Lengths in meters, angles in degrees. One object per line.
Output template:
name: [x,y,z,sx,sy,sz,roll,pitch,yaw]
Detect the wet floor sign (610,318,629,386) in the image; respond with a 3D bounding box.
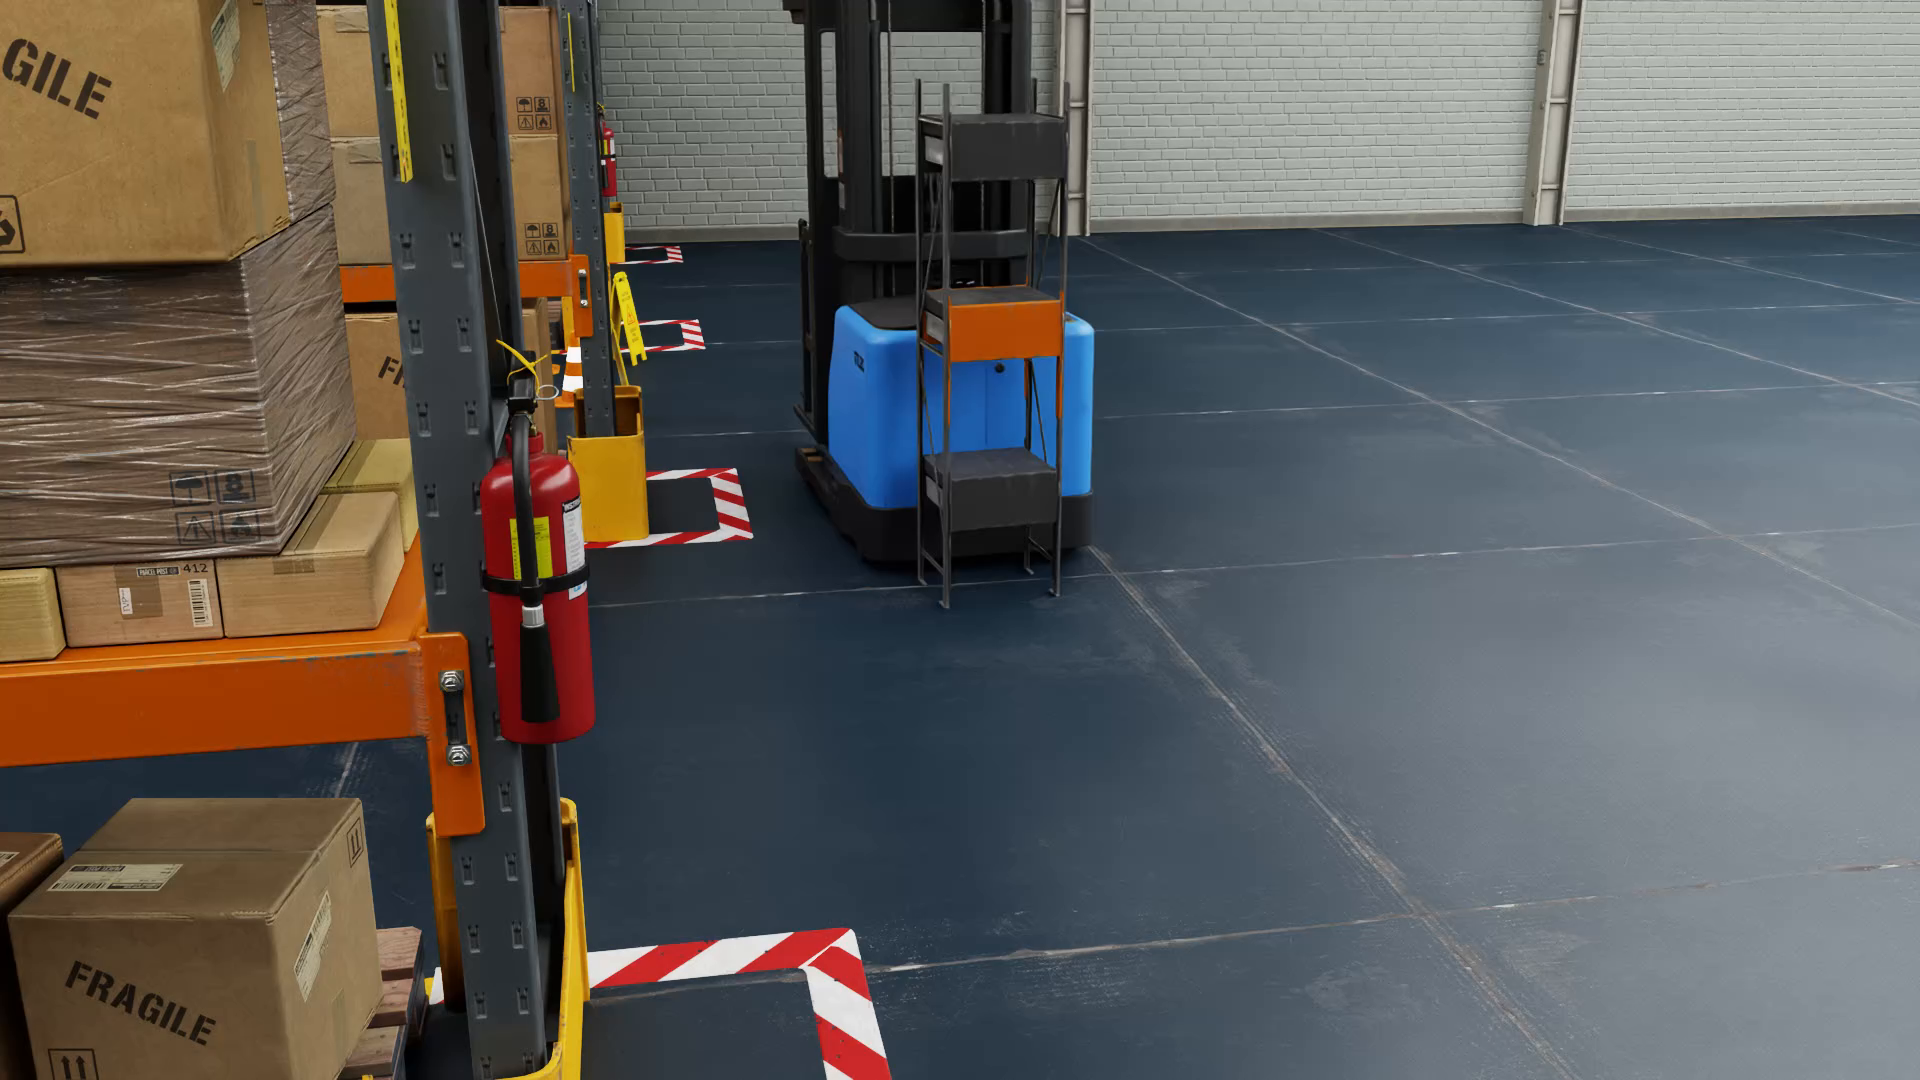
wet floor sign: [-2.113,-1.040,10.099,0.232,0.644,0.267,-6,18,-20]

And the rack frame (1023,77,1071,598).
rack frame: [0.353,-0.813,6.868,0.015,2.100,0.400,-6,19,-17]

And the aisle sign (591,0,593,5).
aisle sign: [-1.753,-2.926,7.802,0.004,0.787,0.394,-3,17,-10]

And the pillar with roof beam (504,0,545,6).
pillar with roof beam: [-3.787,-6.293,12.974,0.400,9.000,9.100,-3,17,-10]

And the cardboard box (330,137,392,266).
cardboard box: [-2.657,-1.594,7.638,0.550,0.550,0.875,-3,17,-10]

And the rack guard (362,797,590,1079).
rack guard: [-0.998,1.042,3.569,0.348,0.500,1.175,-3,17,-10]

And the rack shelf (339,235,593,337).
rack shelf: [-3.729,-1.138,7.633,4.000,0.370,1.077,-3,17,-10]

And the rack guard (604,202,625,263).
rack guard: [-3.726,-3.252,17.547,0.348,0.500,1.175,-3,17,-10]

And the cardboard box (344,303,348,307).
cardboard box: [-3.282,-0.672,7.793,0.875,0.875,0.875,-4,17,-11]

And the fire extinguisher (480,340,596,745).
fire extinguisher: [-0.724,0.006,2.816,0.183,0.674,0.296,-3,17,-10]

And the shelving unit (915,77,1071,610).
shelving unit: [0.121,-0.791,6.796,0.503,2.100,0.431,-6,19,-17]

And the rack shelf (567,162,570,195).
rack shelf: [-4.768,-2.559,12.260,4.000,0.370,1.077,-3,17,-10]

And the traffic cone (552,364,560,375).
traffic cone: [-2.981,-1.406,11.601,0.334,0.463,0.336,-3,17,-10]

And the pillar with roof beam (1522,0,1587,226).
pillar with roof beam: [7.995,-6.961,15.150,0.400,9.000,9.100,-3,17,-10]

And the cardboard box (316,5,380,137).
cardboard box: [-2.660,-2.114,7.492,0.550,0.550,0.875,-3,17,-10]

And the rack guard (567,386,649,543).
rack guard: [-1.742,-0.399,8.261,0.348,0.500,1.175,-3,17,-10]

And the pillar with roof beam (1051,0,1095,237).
pillar with roof beam: [2.104,-6.627,14.062,0.400,9.000,9.100,-3,17,-10]

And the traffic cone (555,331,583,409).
traffic cone: [-2.437,-1.105,10.621,0.334,0.463,0.336,-3,17,-10]

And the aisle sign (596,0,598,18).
aisle sign: [-3.629,-5.607,16.530,0.004,0.787,0.394,-3,17,-10]

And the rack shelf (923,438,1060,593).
rack shelf: [0.119,-0.112,7.015,0.480,0.518,0.431,-6,19,-17]

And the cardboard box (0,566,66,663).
cardboard box: [-1.646,0.080,2.869,0.250,0.149,0.380,-3,17,-10]

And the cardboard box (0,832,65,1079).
cardboard box: [-2.121,0.910,3.283,0.500,0.500,0.500,1,17,4]

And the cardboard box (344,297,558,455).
cardboard box: [-2.419,-0.721,7.955,0.875,0.875,0.875,-3,17,-10]

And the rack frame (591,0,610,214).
rack frame: [-3.749,-4.445,17.175,0.127,3.000,1.000,-3,17,-10]

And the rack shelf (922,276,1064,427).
rack shelf: [0.121,-0.778,6.800,0.480,0.518,0.431,-6,19,-17]

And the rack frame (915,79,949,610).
rack frame: [-0.111,-0.768,6.723,0.015,2.100,0.400,-6,19,-17]

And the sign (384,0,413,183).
sign: [-0.838,-0.701,2.475,0.005,0.325,0.100,-3,17,-10]

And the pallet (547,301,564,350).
pallet: [-3.683,-1.642,12.799,1.213,0.211,1.003,-3,17,-10]

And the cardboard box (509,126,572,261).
cardboard box: [-2.121,-1.631,7.758,0.550,0.550,0.875,-3,17,-10]

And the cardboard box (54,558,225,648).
cardboard box: [-1.410,0.052,2.963,0.250,0.149,0.380,-3,17,-10]

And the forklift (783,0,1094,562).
forklift: [-0.259,-1.698,8.347,1.130,2.935,3.031,-4,18,-14]

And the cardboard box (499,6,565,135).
cardboard box: [-2.137,-2.171,7.678,0.550,0.550,0.875,-3,17,-10]

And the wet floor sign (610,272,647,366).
wet floor sign: [-2.414,-1.591,11.893,0.232,0.644,0.267,3,17,9]

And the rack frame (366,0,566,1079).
rack frame: [-0.924,-0.158,3.216,0.127,3.000,1.000,-3,17,-10]

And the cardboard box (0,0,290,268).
cardboard box: [-1.417,-0.724,2.679,0.500,0.500,0.500,-3,17,-10]

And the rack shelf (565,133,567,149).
rack shelf: [-5.713,-3.990,16.918,4.000,0.370,1.077,-3,17,-10]

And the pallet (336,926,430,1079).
pallet: [-1.803,1.215,3.497,1.213,0.211,1.003,-3,17,-10]

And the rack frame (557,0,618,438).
rack frame: [-1.766,-1.593,7.890,0.127,3.000,1.000,-3,17,-10]

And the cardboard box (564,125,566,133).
cardboard box: [-4.182,-4.390,16.825,0.500,0.500,0.500,-4,17,-12]

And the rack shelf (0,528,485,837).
rack shelf: [-2.888,0.298,2.959,4.000,0.370,1.077,-3,17,-10]

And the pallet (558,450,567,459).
pallet: [-2.536,-0.193,8.081,1.213,0.211,1.003,-3,17,-10]

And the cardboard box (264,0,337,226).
cardboard box: [-1.516,-0.873,3.167,0.500,0.500,0.500,-3,17,-10]

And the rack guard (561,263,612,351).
rack guard: [-2.878,-1.815,12.870,0.348,0.500,1.175,-3,17,-10]

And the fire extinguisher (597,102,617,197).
fire extinguisher: [-2.604,-2.851,12.117,0.183,0.674,0.296,-3,17,-10]

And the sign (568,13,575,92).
sign: [-1.676,-2.103,7.173,0.005,0.325,0.100,-3,17,-10]

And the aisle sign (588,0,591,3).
aisle sign: [-1.639,-2.753,7.239,0.004,0.787,0.394,-3,17,-10]

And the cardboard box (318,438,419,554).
cardboard box: [-1.249,-0.090,3.425,0.250,0.149,0.380,-3,17,-10]

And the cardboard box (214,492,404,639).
cardboard box: [-1.165,0.038,3.007,0.250,0.149,0.380,-3,17,-10]

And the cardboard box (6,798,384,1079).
cardboard box: [-1.540,0.867,3.424,0.500,0.500,0.500,0,17,0]

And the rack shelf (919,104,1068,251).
rack shelf: [0.123,-1.443,6.584,0.480,0.518,0.431,-6,19,-17]

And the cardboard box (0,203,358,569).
cardboard box: [-1.469,-0.325,3.084,0.500,0.500,0.875,-3,17,-10]
